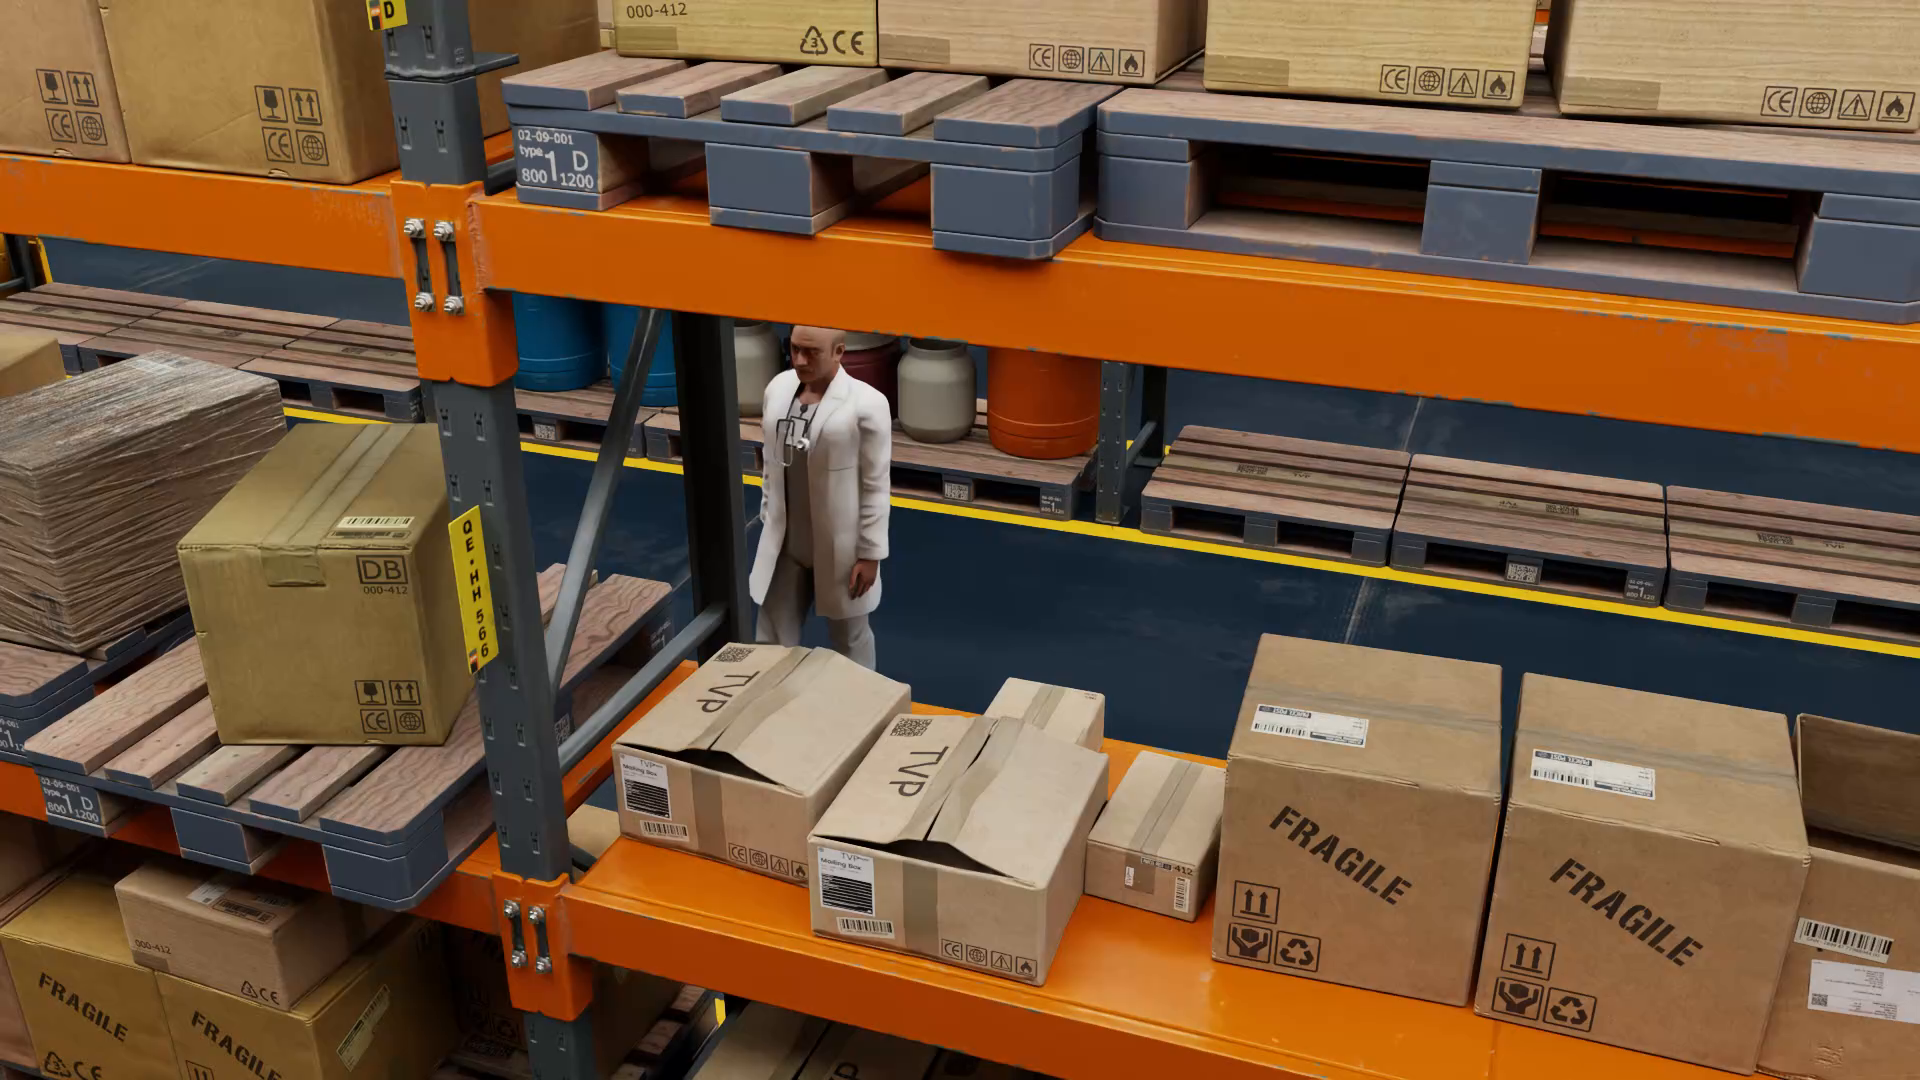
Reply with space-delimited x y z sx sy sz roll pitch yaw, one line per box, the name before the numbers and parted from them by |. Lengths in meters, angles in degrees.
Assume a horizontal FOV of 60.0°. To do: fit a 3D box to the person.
person | -0.575 0.059 5.988 0.586 1.766 0.774 11 28 23
